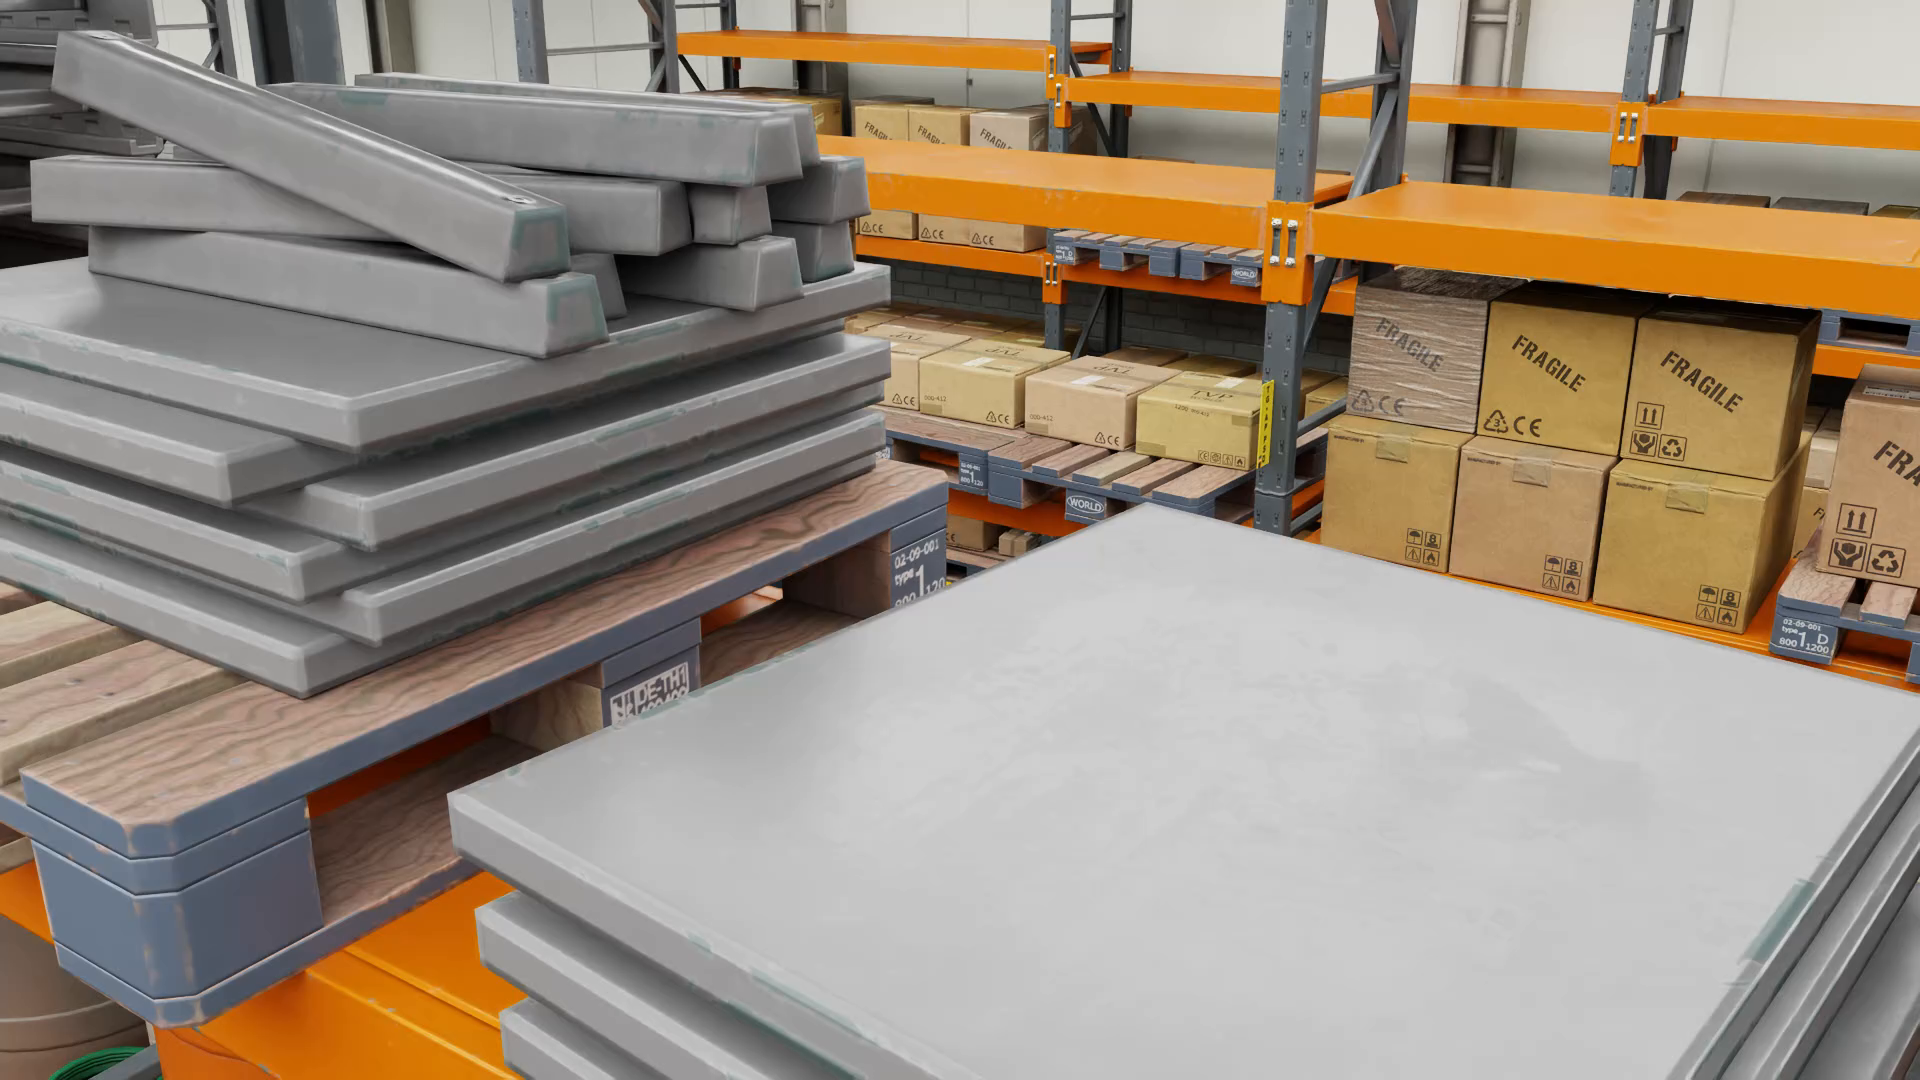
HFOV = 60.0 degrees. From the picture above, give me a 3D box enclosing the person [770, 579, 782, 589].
[{"bbox_3d":[-1.220,0.065,12.195,0.581,1.660,0.409,15,25,37],"label":"person"}]
